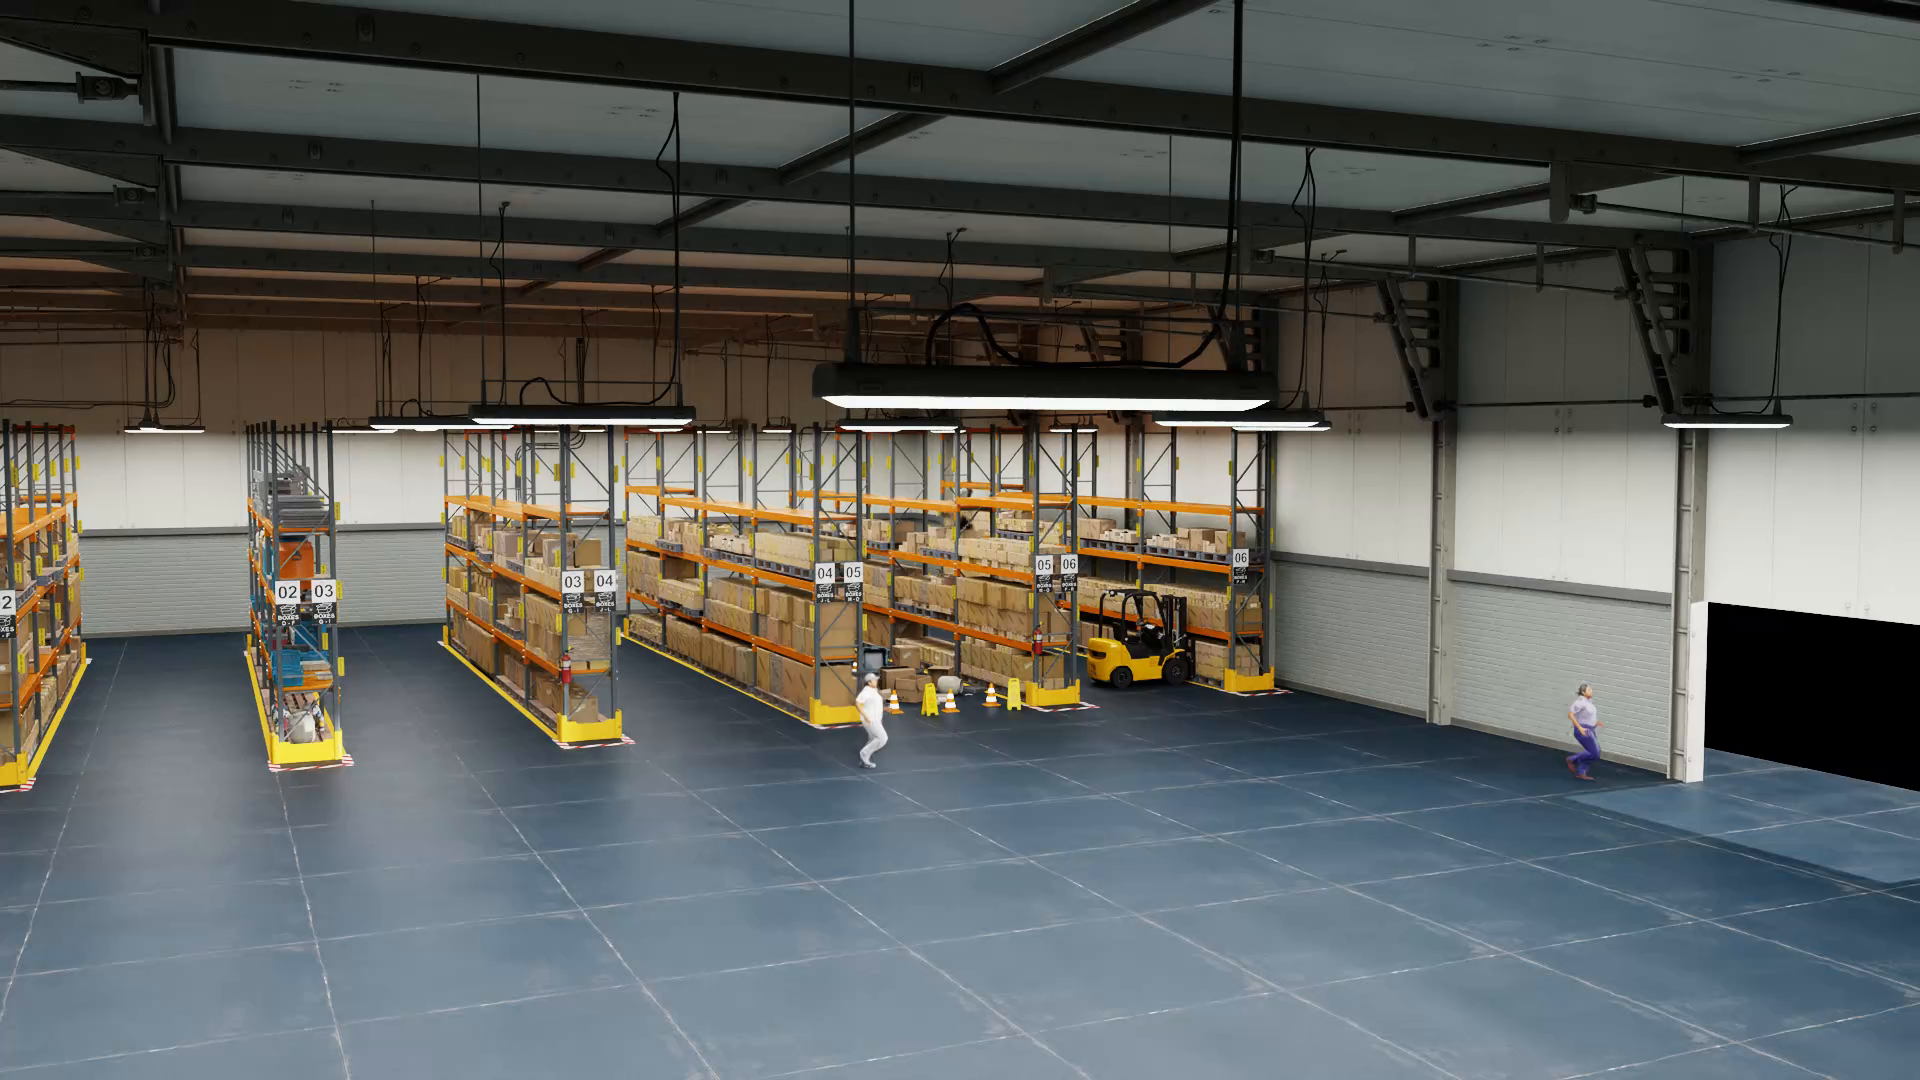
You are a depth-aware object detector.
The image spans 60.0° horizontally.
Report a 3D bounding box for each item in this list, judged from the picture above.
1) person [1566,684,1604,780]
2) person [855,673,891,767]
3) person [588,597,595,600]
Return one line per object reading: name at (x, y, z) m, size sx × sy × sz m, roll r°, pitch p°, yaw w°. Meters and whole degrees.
person at (10.416, 3.198, 27.668) m, size 0.547 × 1.603 × 0.607 m, roll 3°, pitch 5°, yaw 38°
person at (-1.477, 3.108, 28.660) m, size 0.567 × 1.621 × 0.593 m, roll 1°, pitch 4°, yaw 9°
person at (-10.400, 1.962, 46.355) m, size 0.679 × 1.796 × 0.693 m, roll -1°, pitch 4°, yaw -15°
